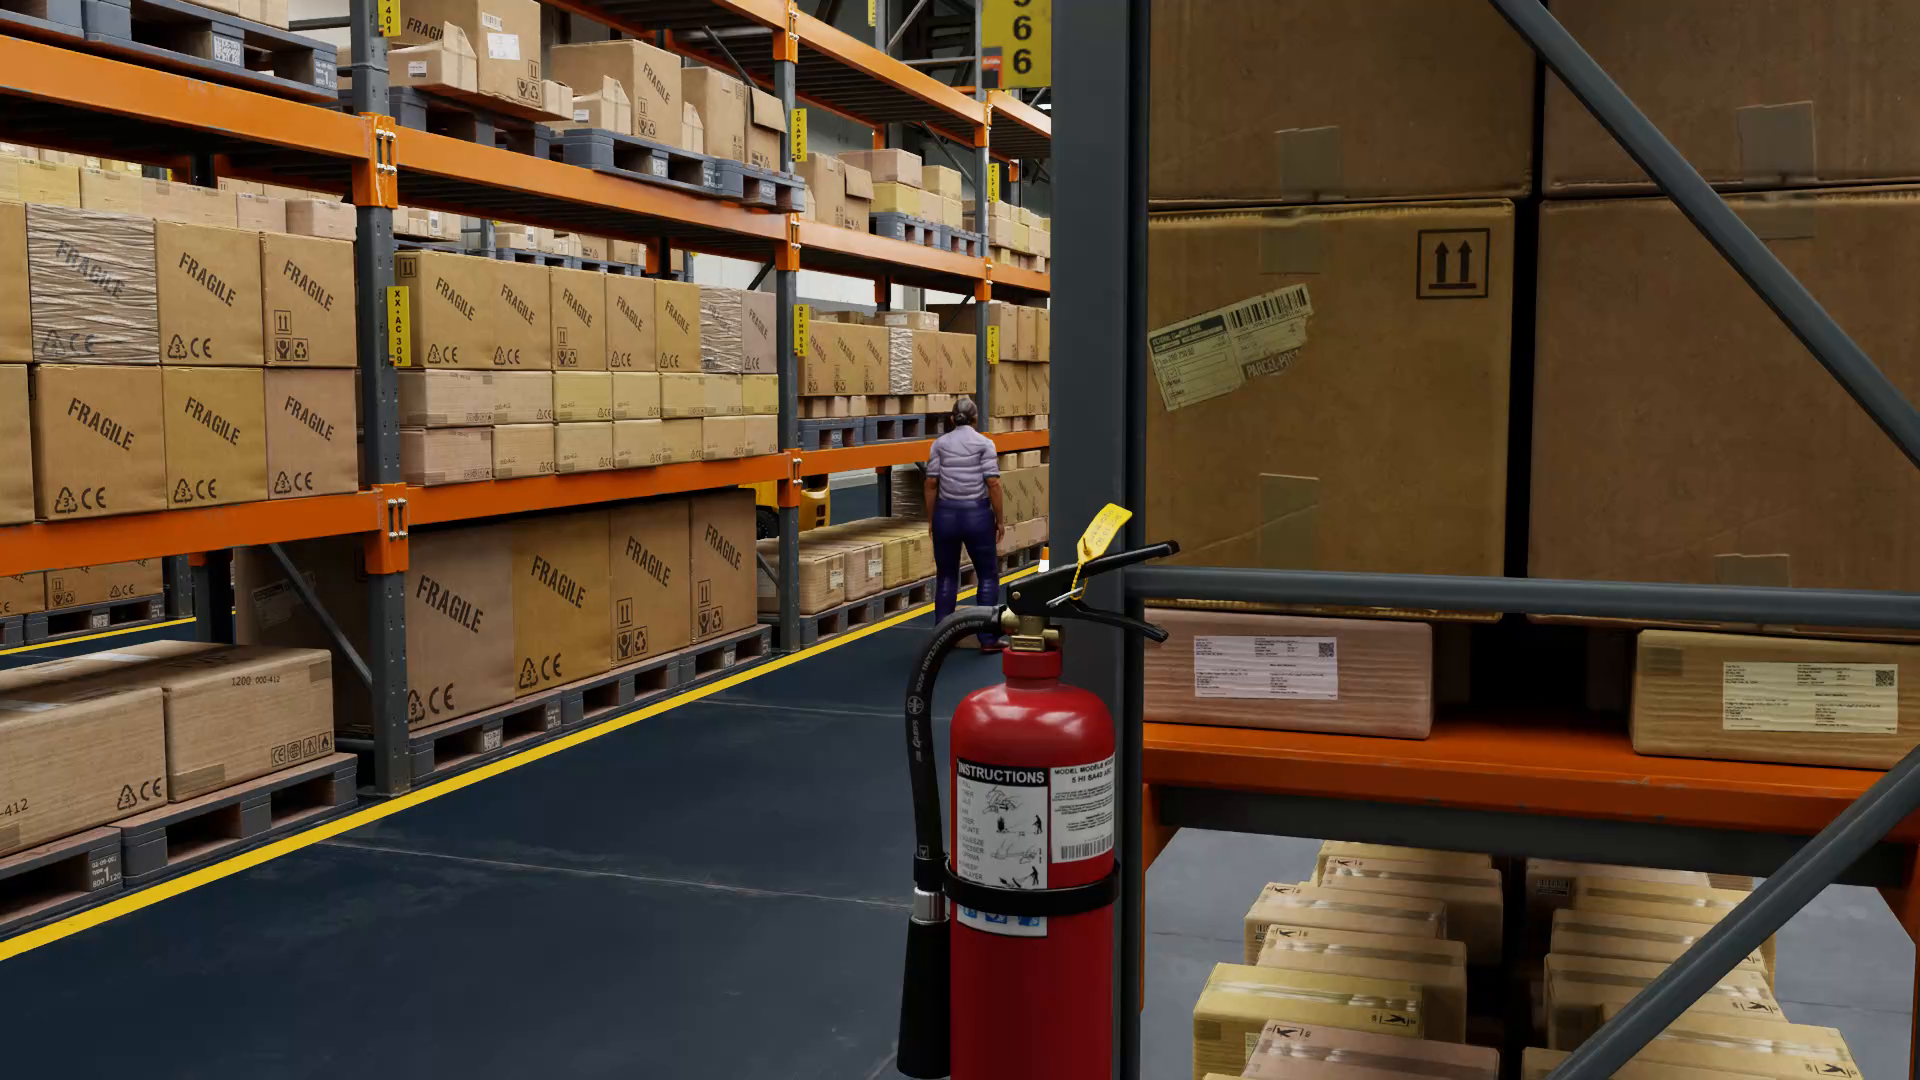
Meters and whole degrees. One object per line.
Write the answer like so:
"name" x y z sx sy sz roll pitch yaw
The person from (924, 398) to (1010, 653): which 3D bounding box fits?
"person" 0.038 -0.095 10.814 0.538 1.651 0.378 2 6 17
